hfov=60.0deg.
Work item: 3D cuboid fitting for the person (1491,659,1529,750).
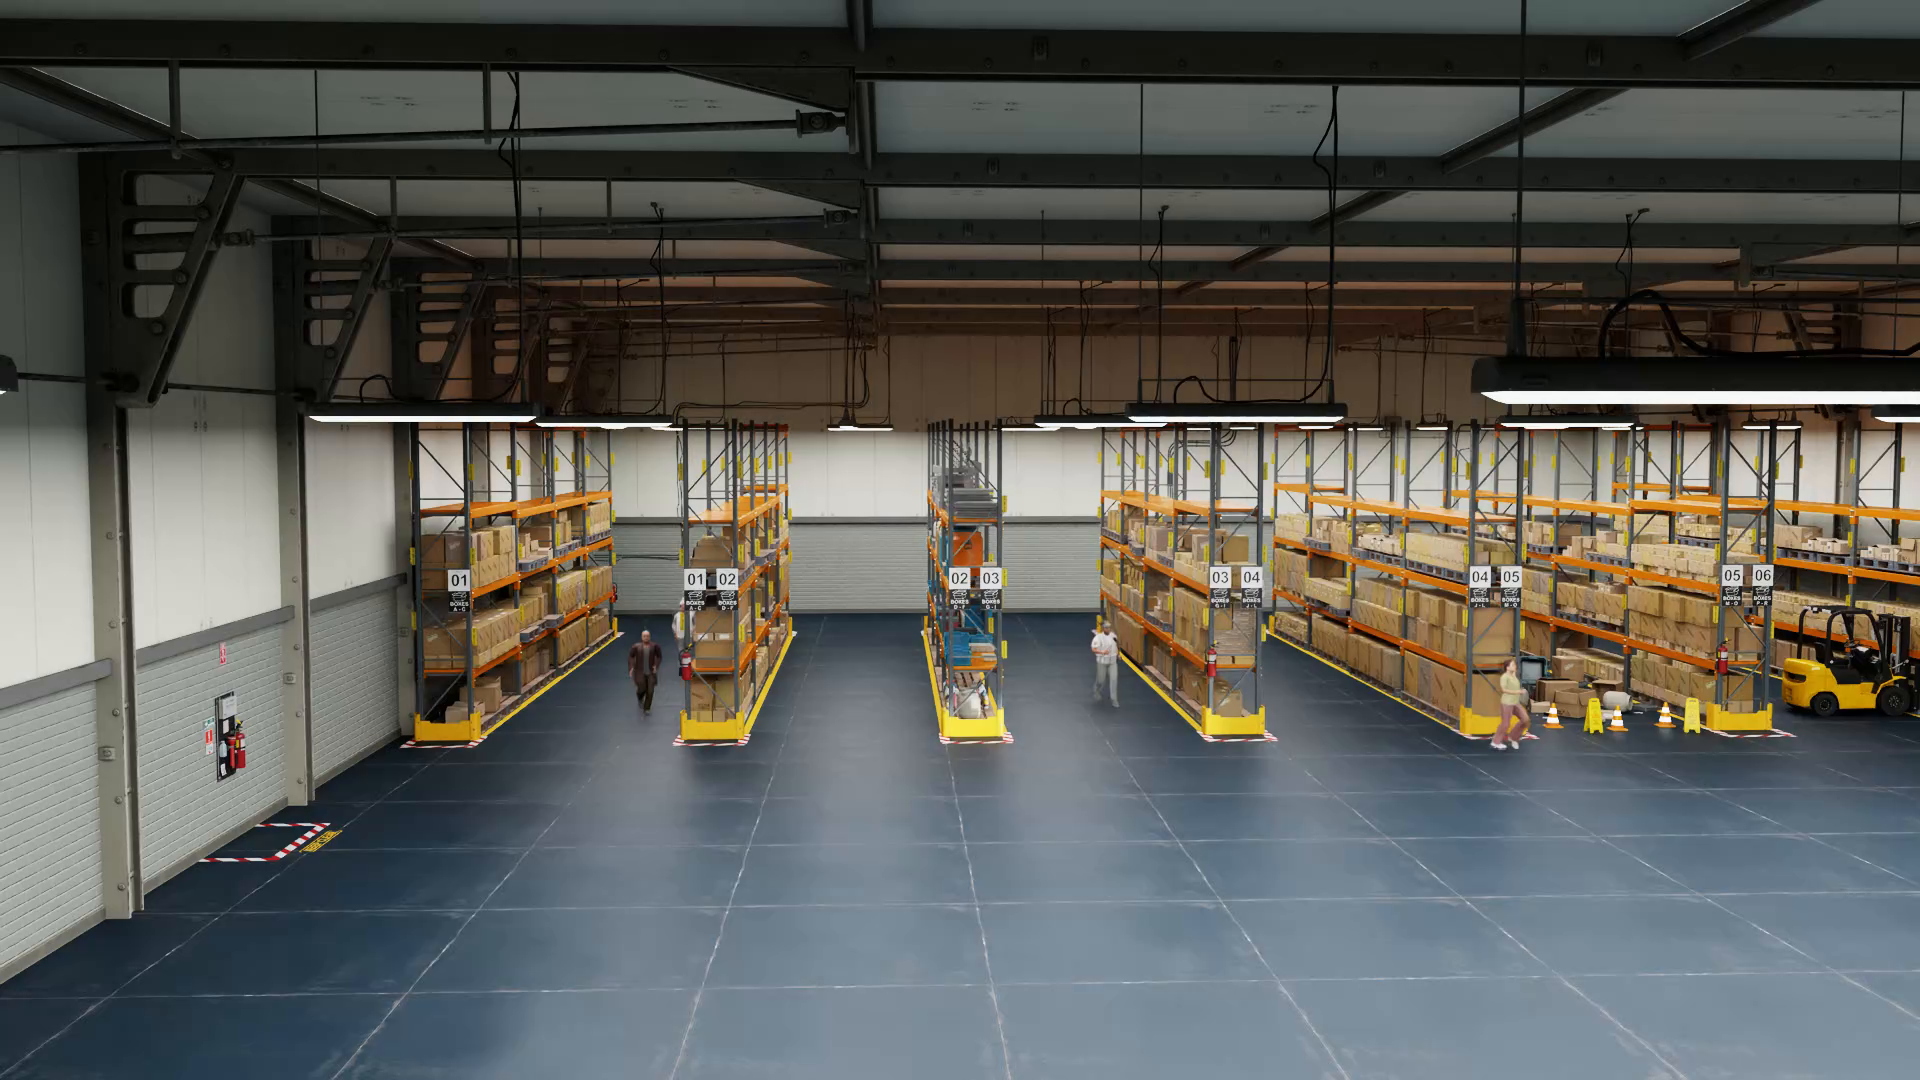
[{"bbox_3d":[9.945,2.968,30.010,0.572,1.658,0.662,-3,5,-37],"label":"person"}]

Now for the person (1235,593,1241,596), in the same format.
[{"bbox_3d":[7.747,1.842,47.954,0.464,1.627,0.672,-3,5,-44],"label":"person"}]

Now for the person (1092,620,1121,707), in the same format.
[{"bbox_3d":[3.088,2.572,35.049,0.661,1.770,0.992,-1,4,-17],"label":"person"}]

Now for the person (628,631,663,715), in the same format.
[{"bbox_3d":[-6.385,2.699,33.787,0.696,1.726,0.671,-1,4,-14],"label":"person"}]

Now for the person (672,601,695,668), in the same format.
[{"bbox_3d":[-6.563,2.319,39.743,0.656,1.746,0.627,0,4,-1],"label":"person"}]
